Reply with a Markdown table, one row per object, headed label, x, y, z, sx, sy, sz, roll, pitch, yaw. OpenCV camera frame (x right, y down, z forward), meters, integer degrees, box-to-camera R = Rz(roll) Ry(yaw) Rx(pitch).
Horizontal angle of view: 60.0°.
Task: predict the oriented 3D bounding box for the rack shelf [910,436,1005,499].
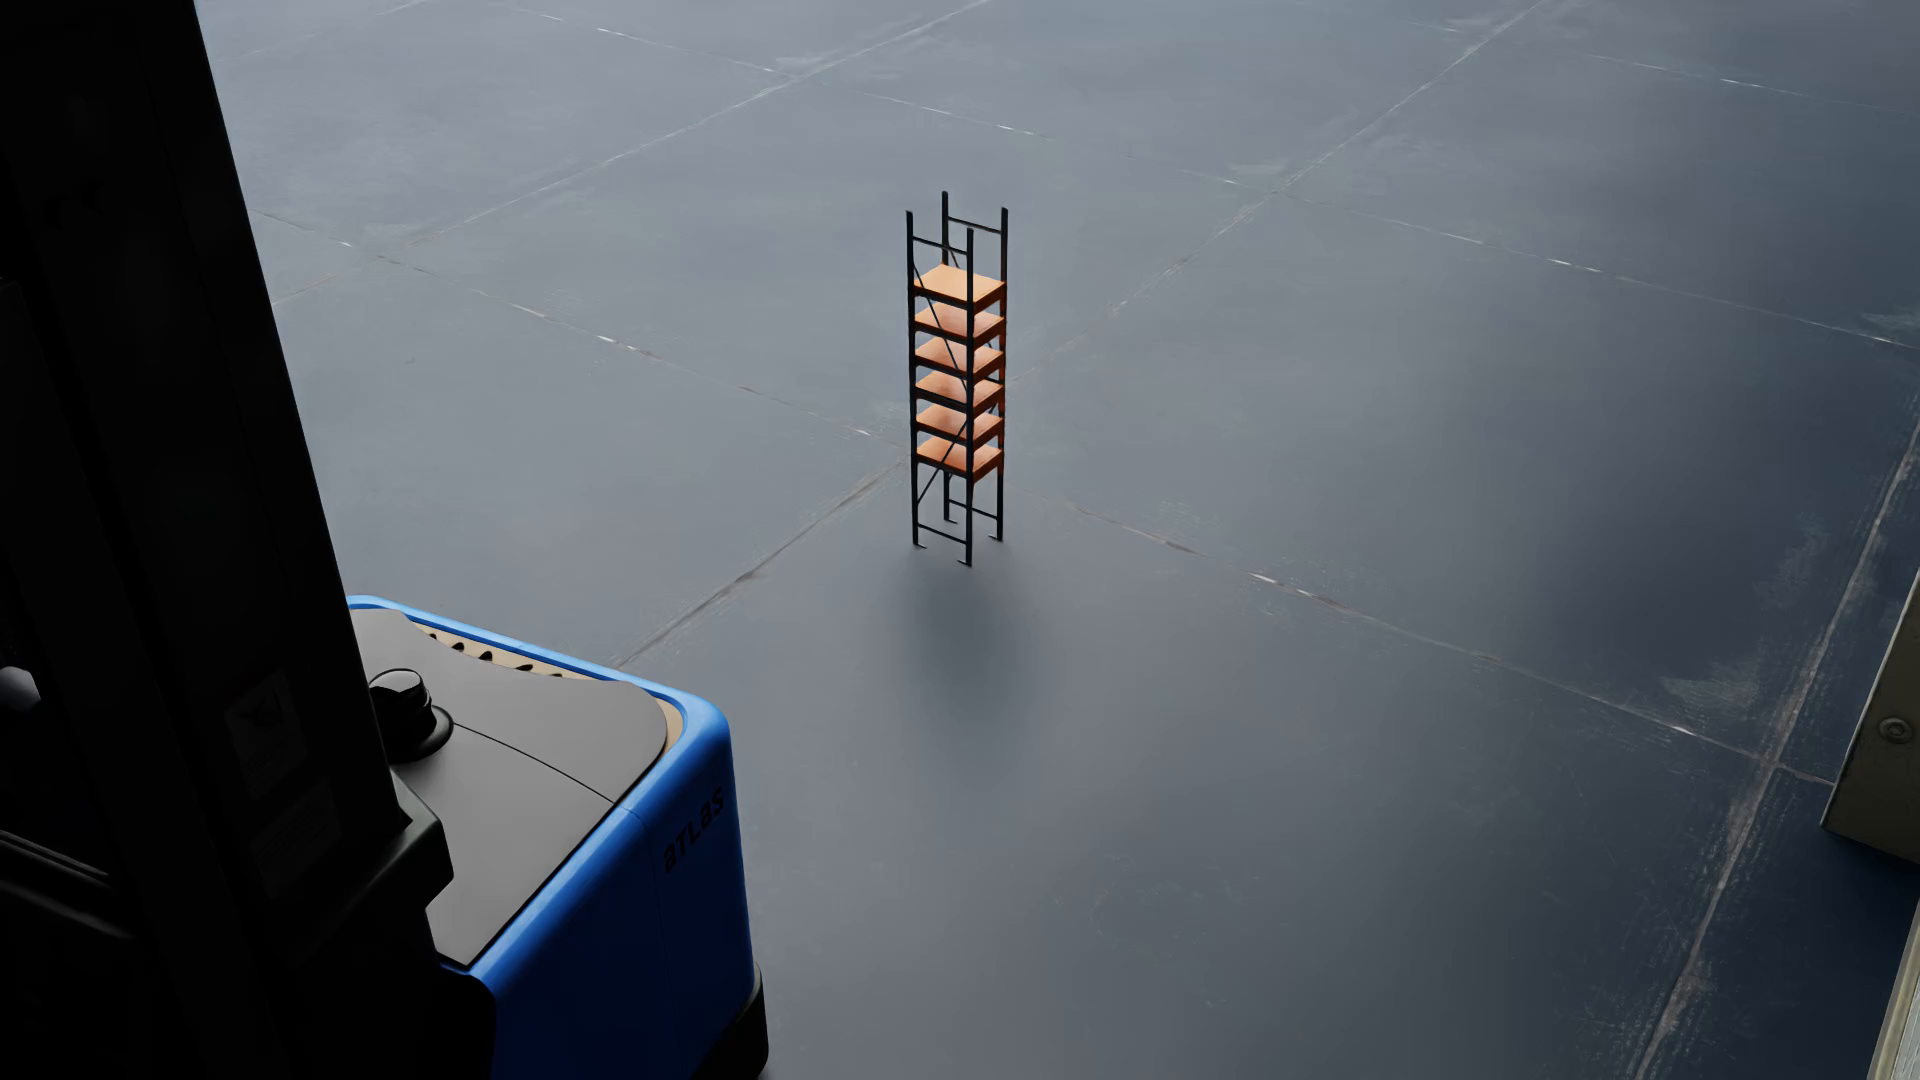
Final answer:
| label | x | y | z | sx | sy | sz | roll | pitch | yaw |
| --- | --- | --- | --- | --- | --- | --- | --- | --- | --- |
| rack shelf | -0.008 | -0.255 | 5.464 | 0.258 | 0.103 | 0.180 | 21 | 39 | 28 |

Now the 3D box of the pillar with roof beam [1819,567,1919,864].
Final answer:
| label | x | y | z | sx | sy | sz | roll | pitch | yaw |
| --- | --- | --- | --- | --- | --- | --- | --- | --- | --- |
| pillar with roof beam | -0.971 | -4.370 | 4.079 | 9.100 | 9.000 | 0.400 | 21 | 39 | 28 |

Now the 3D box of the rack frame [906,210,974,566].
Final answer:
| label | x | y | z | sx | sy | sz | roll | pitch | yaw |
| --- | --- | --- | --- | --- | --- | --- | --- | --- | --- |
| rack frame | -0.060 | -0.448 | 5.242 | 0.240 | 1.200 | 0.006 | 21 | 39 | 28 |

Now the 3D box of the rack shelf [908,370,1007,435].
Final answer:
| label | x | y | z | sx | sy | sz | roll | pitch | yaw |
| --- | --- | --- | --- | --- | --- | --- | --- | --- | --- |
| rack shelf | -0.008 | -0.454 | 5.329 | 0.258 | 0.103 | 0.180 | 21 | 39 | 28 |

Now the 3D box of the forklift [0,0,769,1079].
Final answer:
| label | x | y | z | sx | sy | sz | roll | pitch | yaw |
| --- | --- | --- | --- | --- | --- | --- | --- | --- | --- |
| forklift | -1.508 | 0.636 | 2.093 | 1.130 | 2.935 | 3.031 | 14 | 37 | 20 |

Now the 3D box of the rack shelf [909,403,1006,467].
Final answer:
| label | x | y | z | sx | sy | sz | roll | pitch | yaw |
| --- | --- | --- | --- | --- | --- | --- | --- | --- | --- |
| rack shelf | -0.008 | -0.354 | 5.396 | 0.258 | 0.103 | 0.180 | 21 | 39 | 28 |

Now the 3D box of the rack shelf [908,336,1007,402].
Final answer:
| label | x | y | z | sx | sy | sz | roll | pitch | yaw |
| --- | --- | --- | --- | --- | --- | --- | --- | --- | --- |
| rack shelf | -0.008 | -0.553 | 5.262 | 0.258 | 0.103 | 0.180 | 21 | 39 | 28 |

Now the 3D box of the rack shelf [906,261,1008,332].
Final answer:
| label | x | y | z | sx | sy | sz | roll | pitch | yaw |
| --- | --- | --- | --- | --- | --- | --- | --- | --- | --- |
| rack shelf | -0.008 | -0.752 | 5.127 | 0.258 | 0.103 | 0.180 | 21 | 39 | 28 |

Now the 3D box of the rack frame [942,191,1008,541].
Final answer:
| label | x | y | z | sx | sy | sz | roll | pitch | yaw |
| --- | --- | --- | --- | --- | --- | --- | --- | --- | --- |
| rack frame | 0.044 | -0.532 | 5.366 | 0.240 | 1.200 | 0.006 | 21 | 39 | 28 |

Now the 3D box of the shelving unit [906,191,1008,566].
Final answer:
| label | x | y | z | sx | sy | sz | roll | pitch | yaw |
| --- | --- | --- | --- | --- | --- | --- | --- | --- | --- |
| shelving unit | -0.008 | -0.490 | 5.304 | 0.258 | 1.200 | 0.189 | 21 | 39 | 28 |

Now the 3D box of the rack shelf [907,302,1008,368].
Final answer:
| label | x | y | z | sx | sy | sz | roll | pitch | yaw |
| --- | --- | --- | --- | --- | --- | --- | --- | --- | --- |
| rack shelf | -0.008 | -0.652 | 5.195 | 0.258 | 0.103 | 0.180 | 21 | 39 | 28 |
